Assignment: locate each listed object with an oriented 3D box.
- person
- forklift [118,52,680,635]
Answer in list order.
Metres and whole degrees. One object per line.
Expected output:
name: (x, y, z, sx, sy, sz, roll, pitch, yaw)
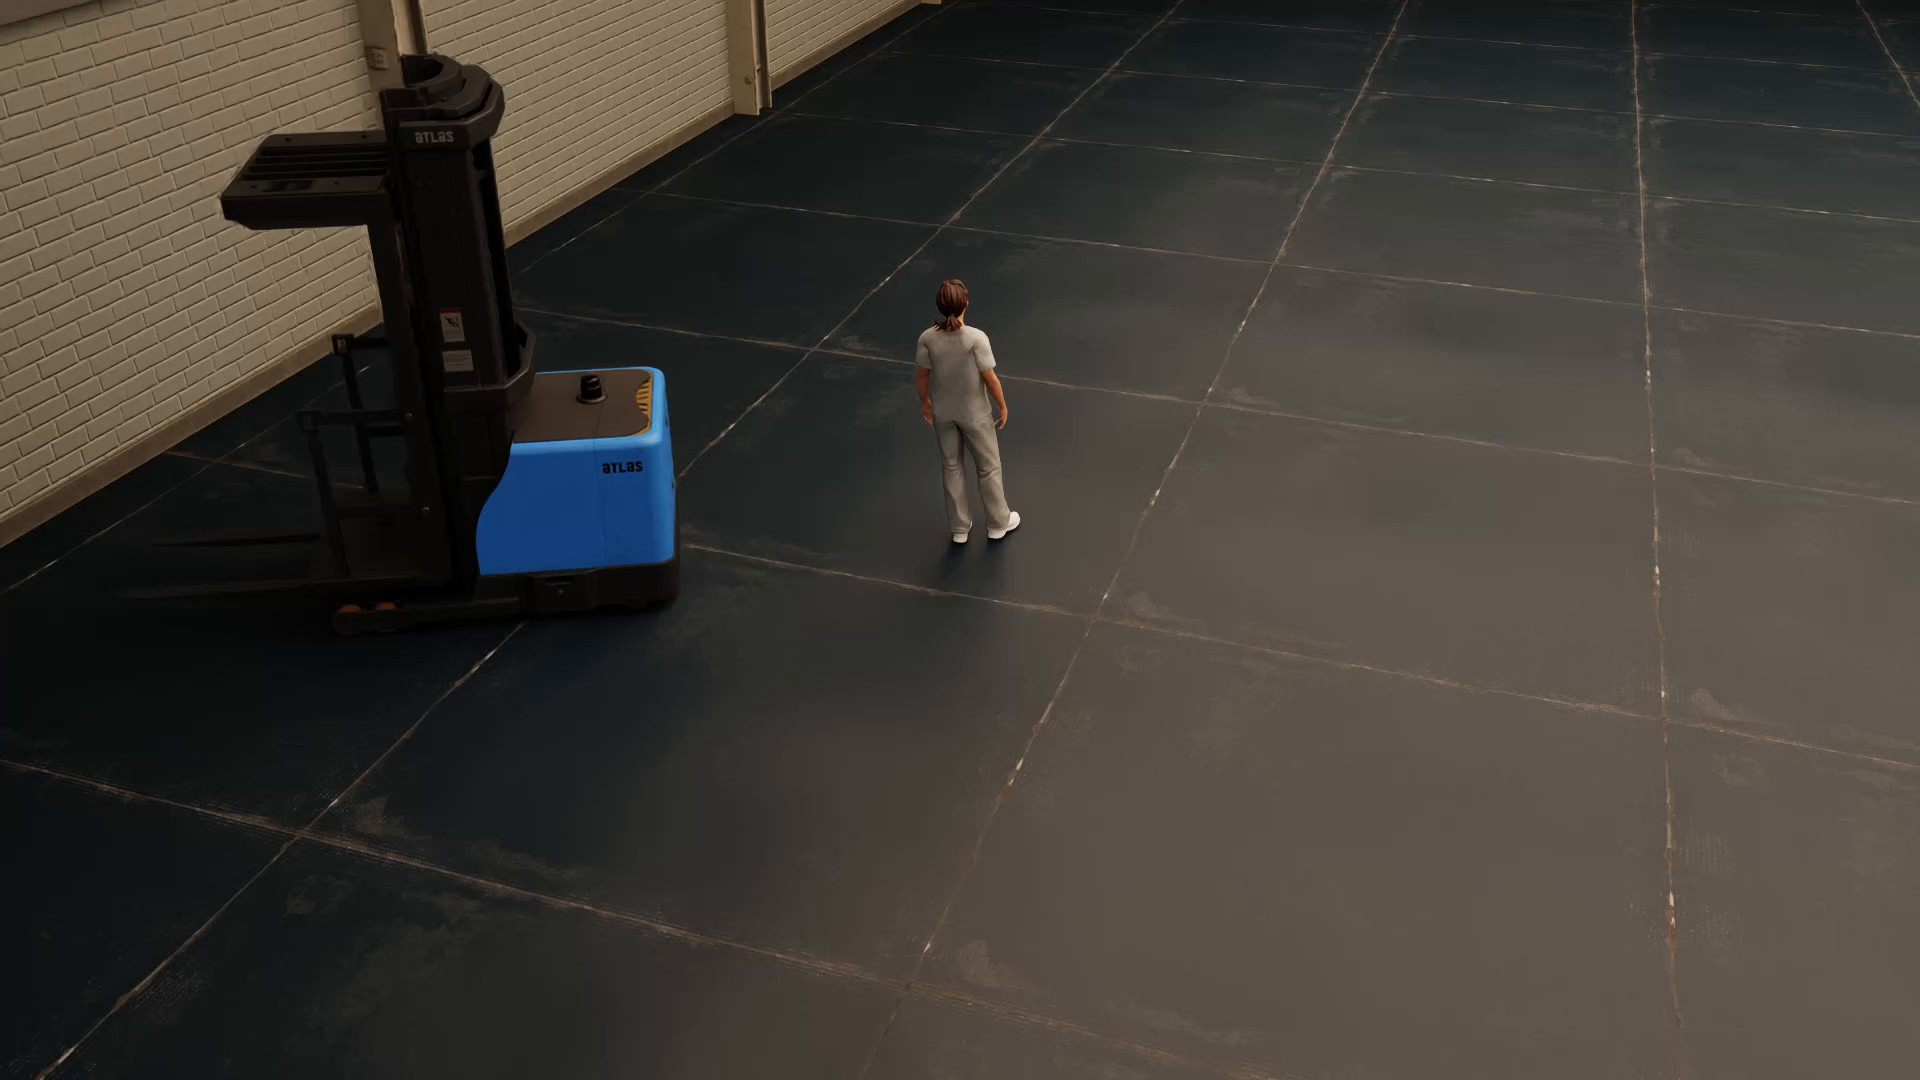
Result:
person: (0.037, -0.767, 9.735, 0.550, 1.673, 0.548, 10, 31, 16)
forklift: (-3.152, -1.027, 8.938, 3.031, 2.935, 1.130, -4, 30, -7)
